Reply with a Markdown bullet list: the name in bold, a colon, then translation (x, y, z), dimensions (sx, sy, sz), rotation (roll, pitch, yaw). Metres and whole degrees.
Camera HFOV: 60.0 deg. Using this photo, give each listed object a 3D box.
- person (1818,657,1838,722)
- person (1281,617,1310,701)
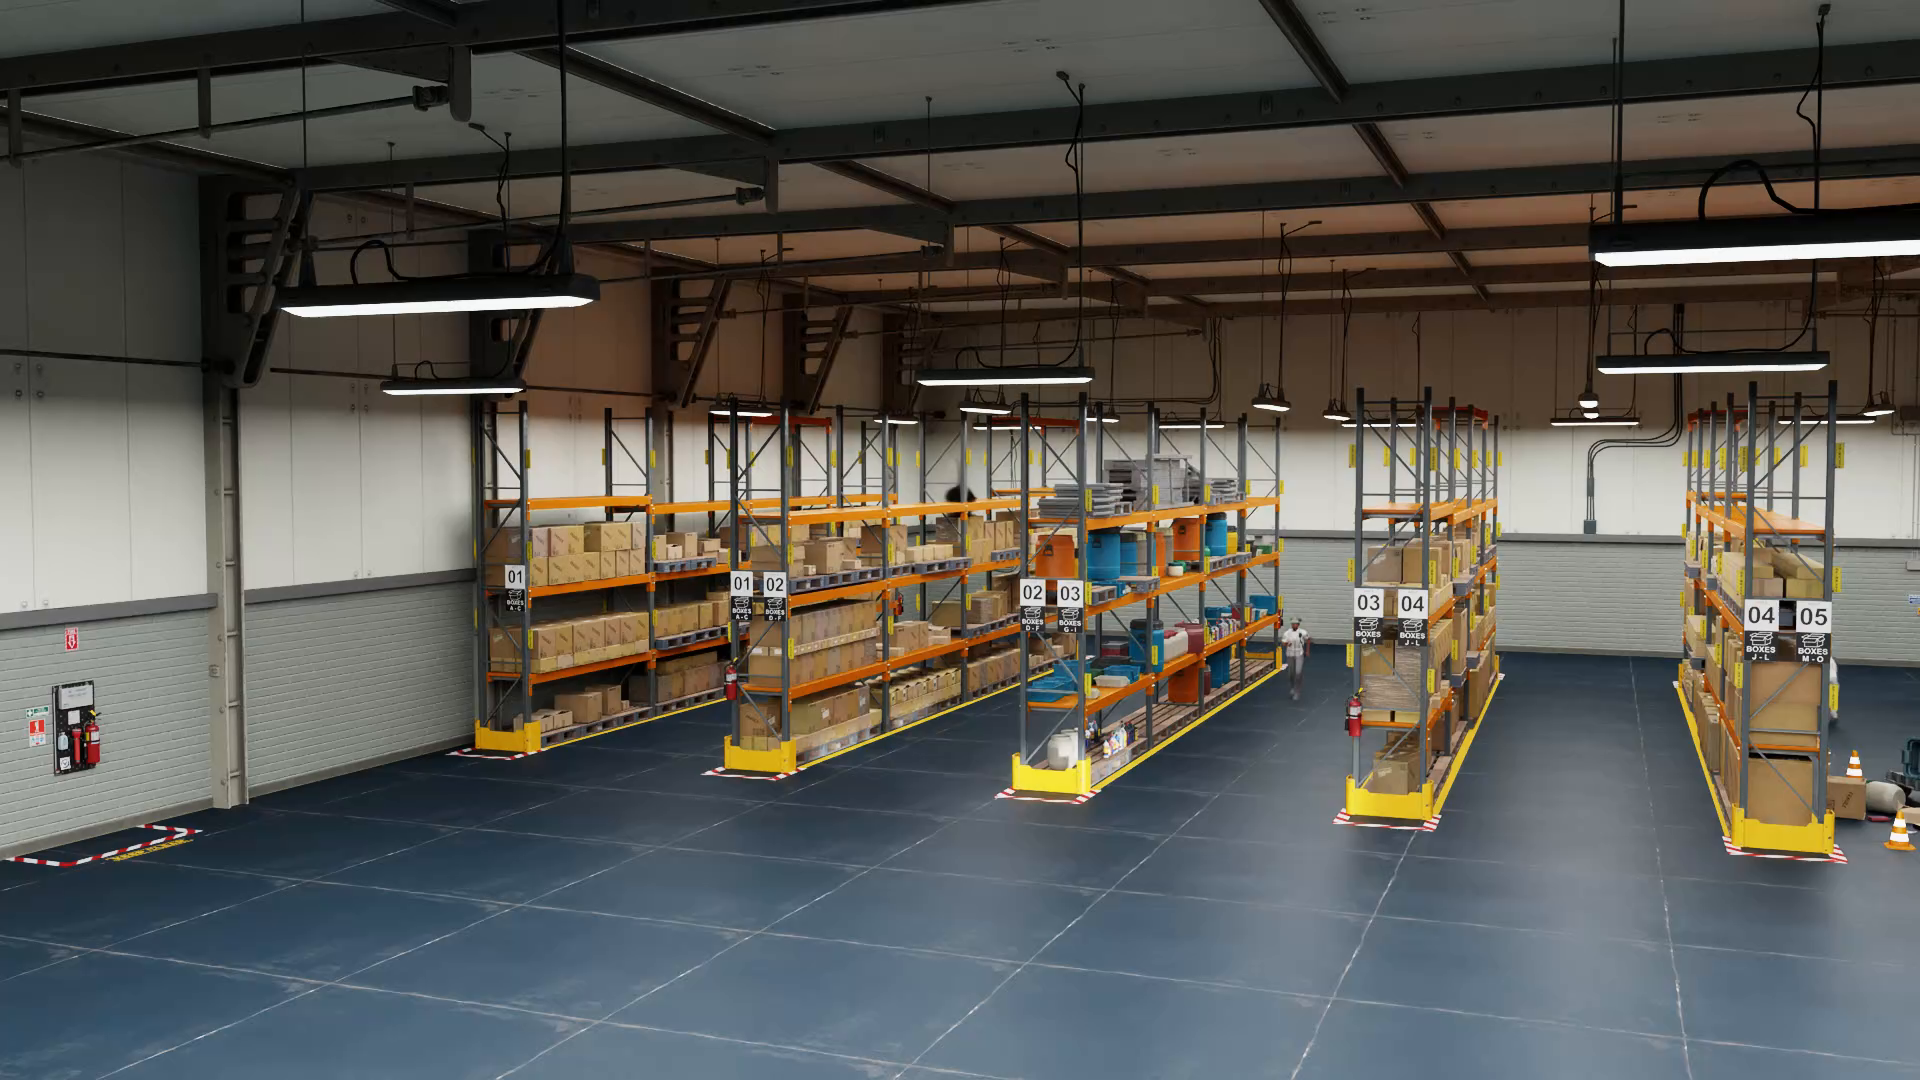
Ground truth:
- **person**: translation (16.507, 2.756, 31.636), dimensions (0.593, 1.466, 1.092), rotation (0, 3, 2)
- **person**: translation (7.013, 2.458, 34.762), dimensions (0.566, 1.740, 0.860), rotation (1, 3, 18)
